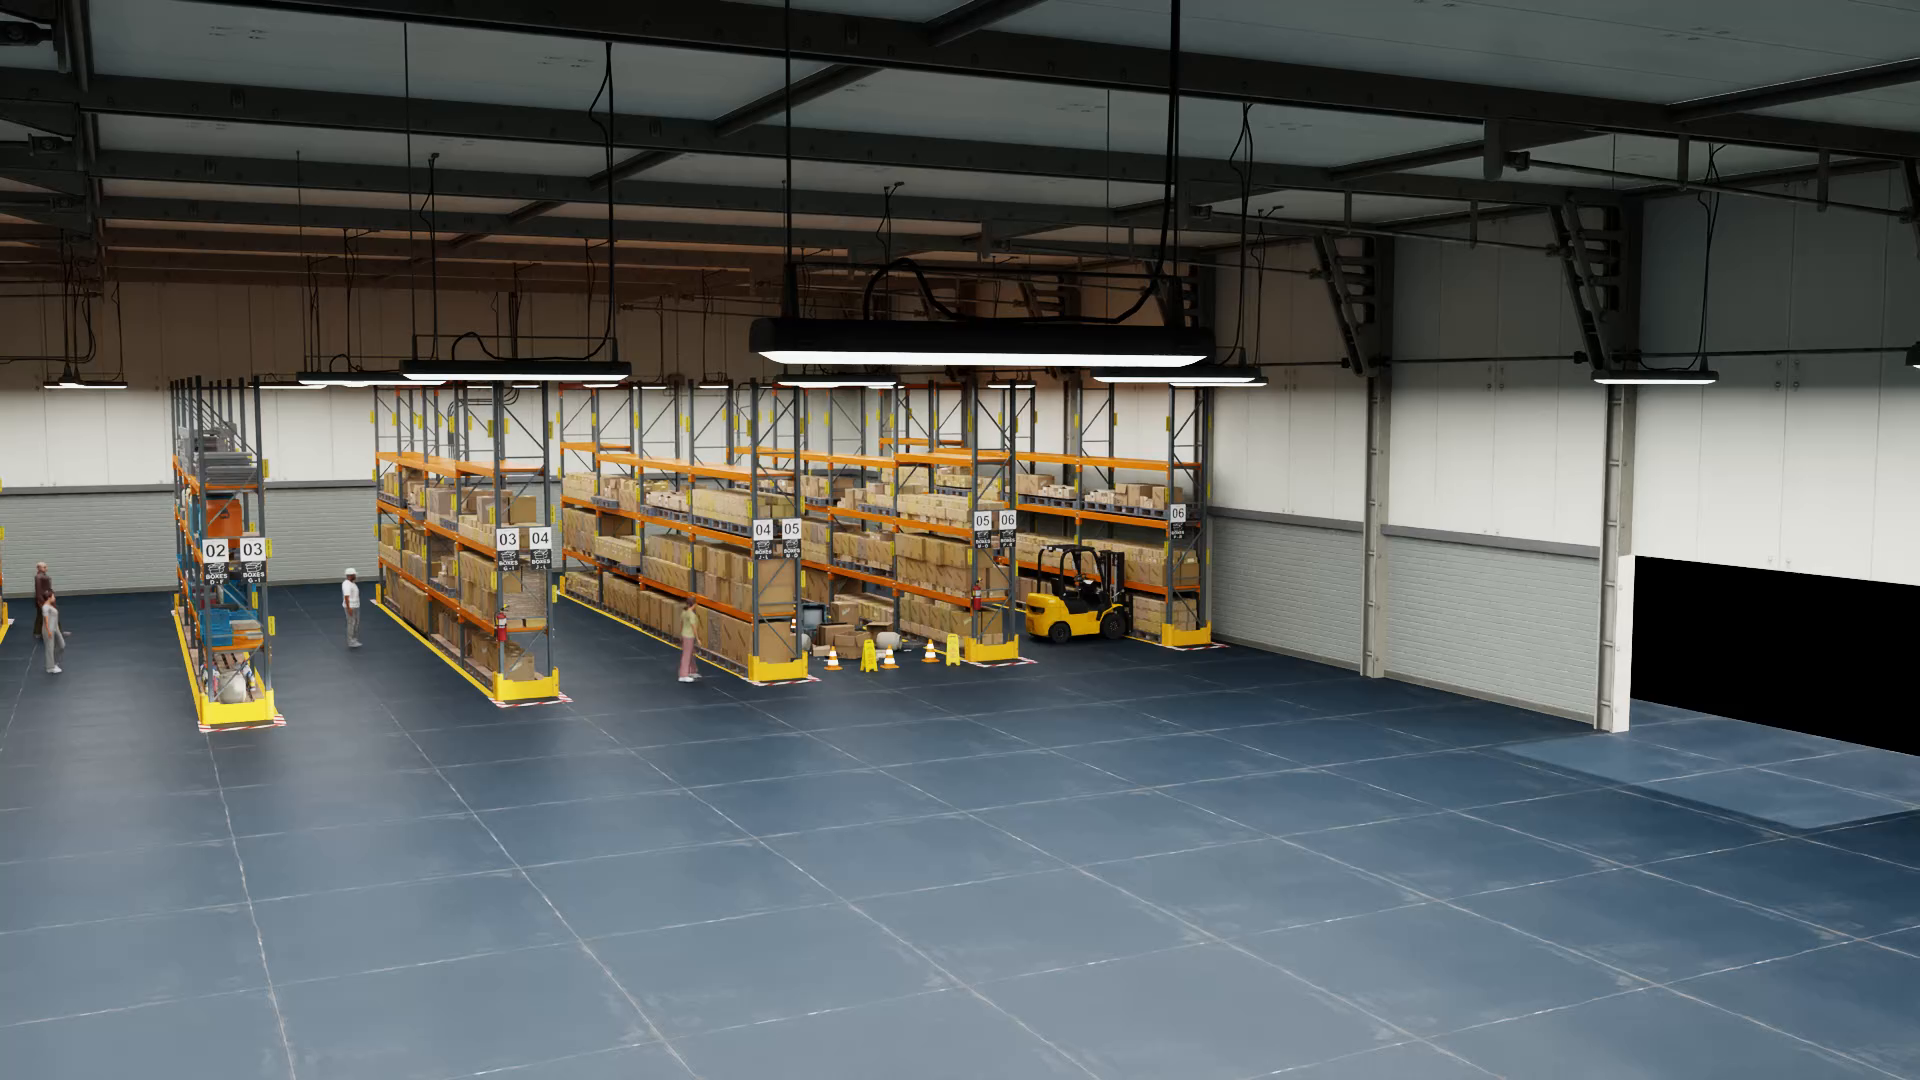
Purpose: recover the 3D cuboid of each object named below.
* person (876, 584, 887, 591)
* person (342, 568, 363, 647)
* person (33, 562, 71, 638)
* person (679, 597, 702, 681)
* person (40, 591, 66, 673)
[{"bbox_3d":[-2.149,0.561,45.528,0.475,1.663,0.558,1,5,15],"label":"person"},{"bbox_3d":[-13.685,1.522,37.473,0.447,1.786,0.631,0,5,5],"label":"person"},{"bbox_3d":[-21.207,1.390,38.749,0.742,1.775,0.568,-5,7,-42],"label":"person"},{"bbox_3d":[-5.363,1.959,33.069,0.573,1.691,0.629,-2,5,-22],"label":"person"},{"bbox_3d":[-18.600,1.874,34.031,0.420,1.680,0.504,0,5,1],"label":"person"}]
